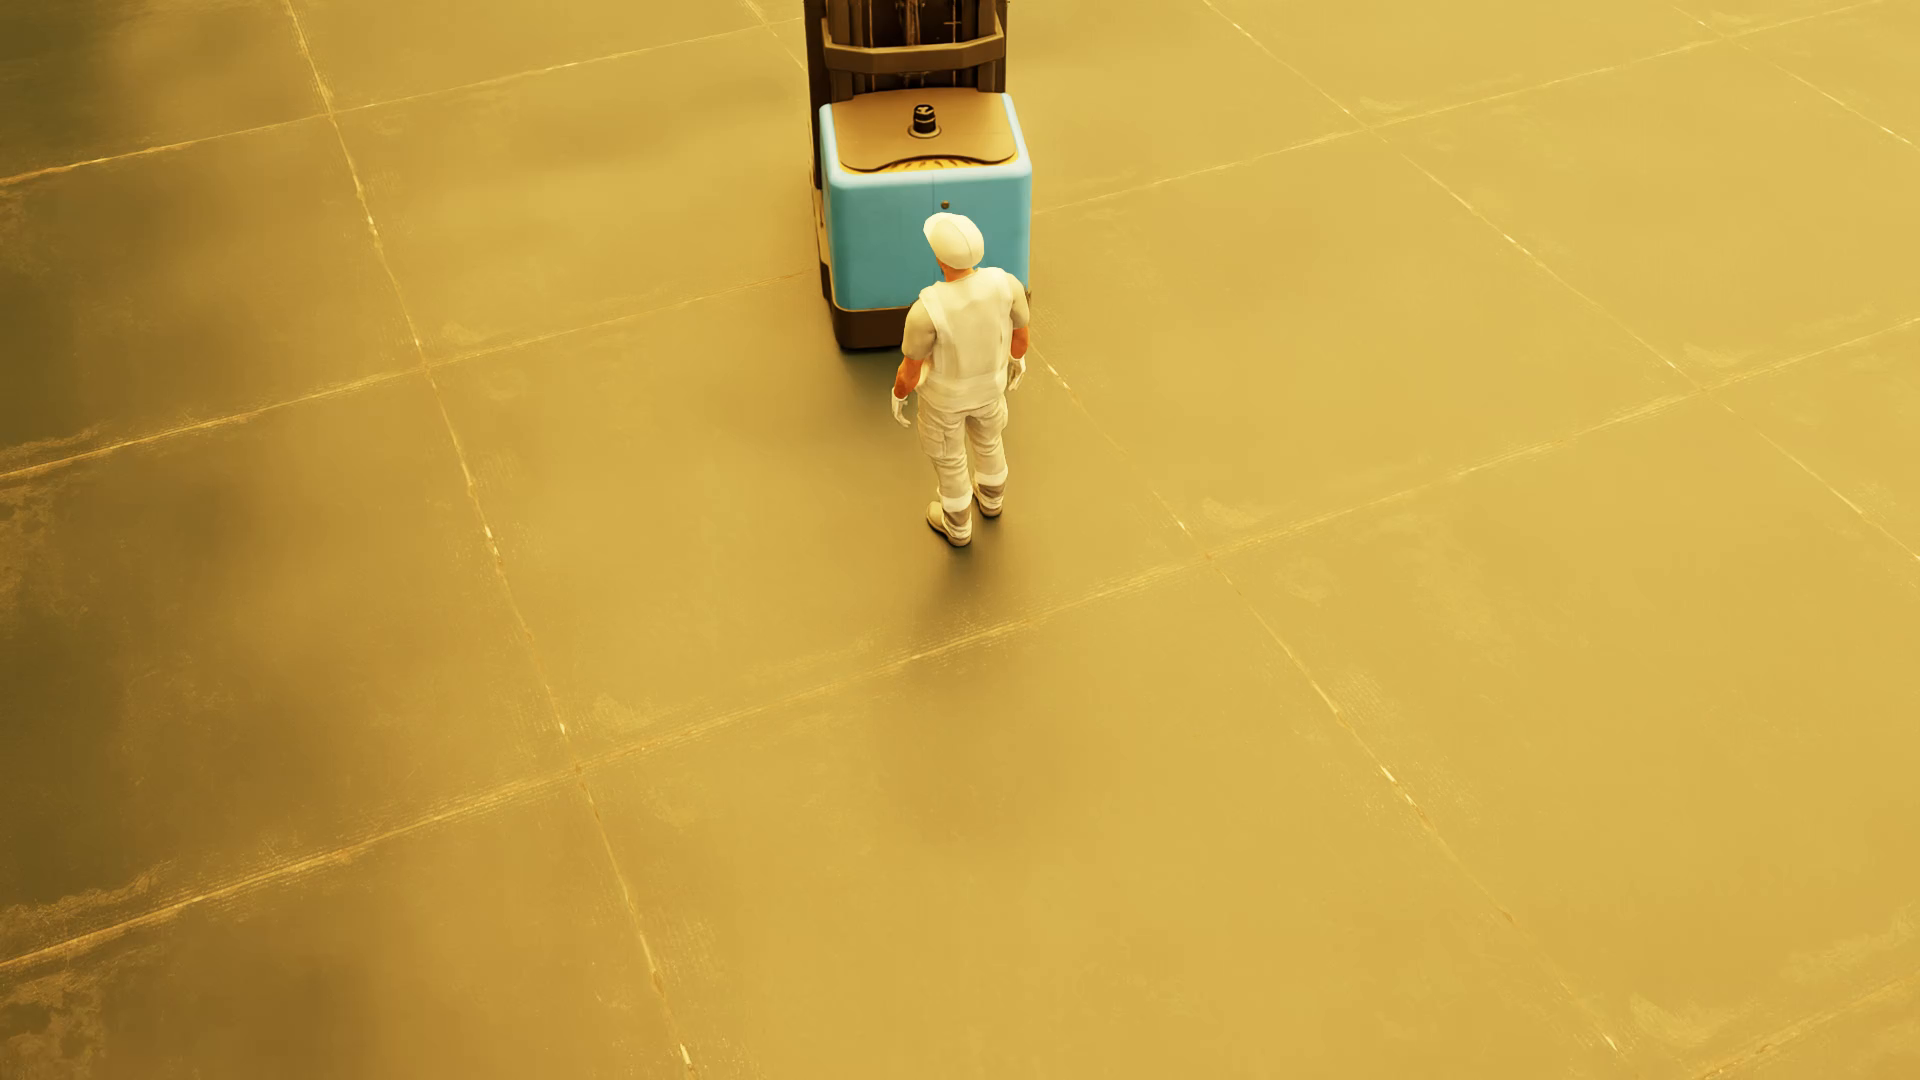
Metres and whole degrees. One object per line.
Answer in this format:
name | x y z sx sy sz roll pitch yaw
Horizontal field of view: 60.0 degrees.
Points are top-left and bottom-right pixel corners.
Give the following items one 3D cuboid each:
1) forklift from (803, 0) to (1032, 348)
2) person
forklift | -0.322 -3.094 8.996 1.130 2.935 3.031 -5 43 -5
person | -0.023 -0.713 7.270 0.637 1.790 0.562 -18 46 -18
